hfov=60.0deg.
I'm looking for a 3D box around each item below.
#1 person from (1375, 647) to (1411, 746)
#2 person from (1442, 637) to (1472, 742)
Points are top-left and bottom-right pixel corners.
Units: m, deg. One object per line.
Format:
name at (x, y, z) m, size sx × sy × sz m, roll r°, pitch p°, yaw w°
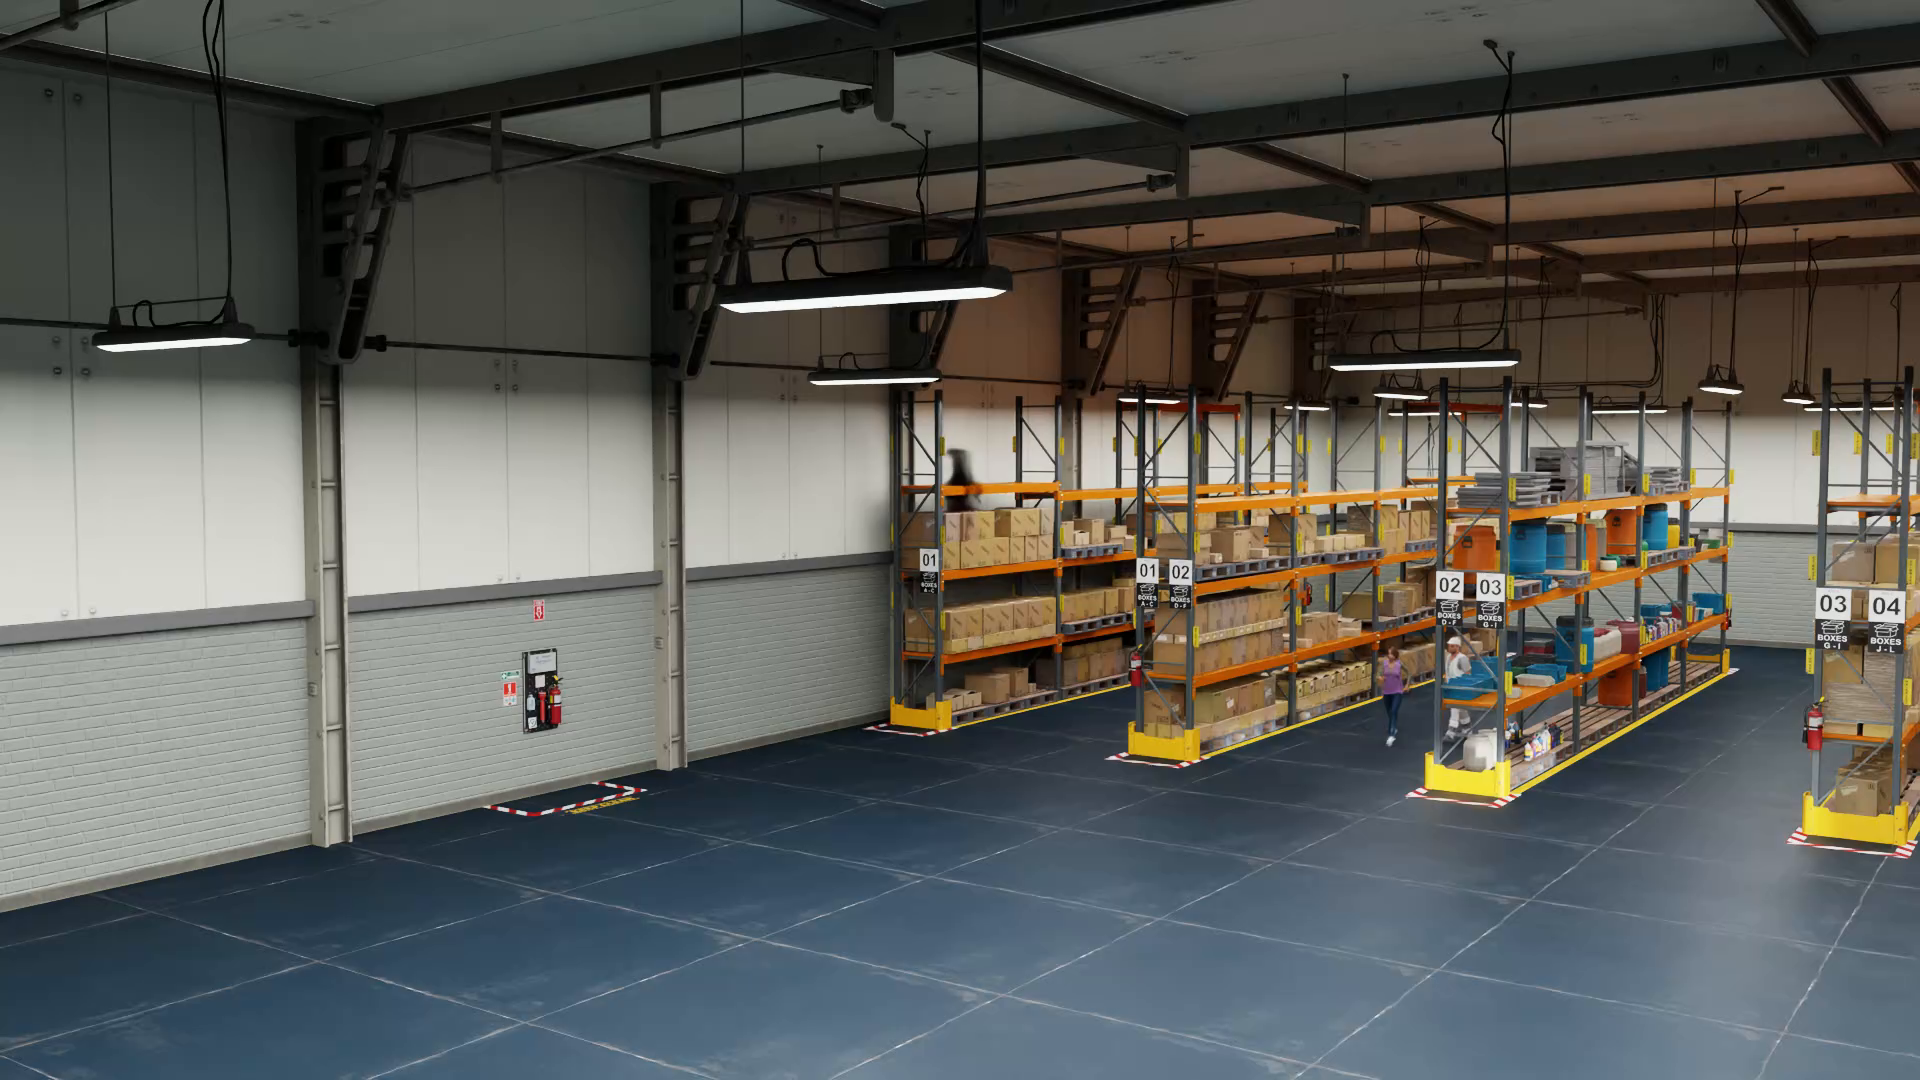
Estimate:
person at (7.299, 2.606, 28.032) m, size 0.535 × 1.626 × 0.823 m, roll 2°, pitch 4°, yaw 29°
person at (8.377, 2.522, 28.205) m, size 0.857 × 1.748 × 0.655 m, roll -1°, pitch 3°, yaw -15°
